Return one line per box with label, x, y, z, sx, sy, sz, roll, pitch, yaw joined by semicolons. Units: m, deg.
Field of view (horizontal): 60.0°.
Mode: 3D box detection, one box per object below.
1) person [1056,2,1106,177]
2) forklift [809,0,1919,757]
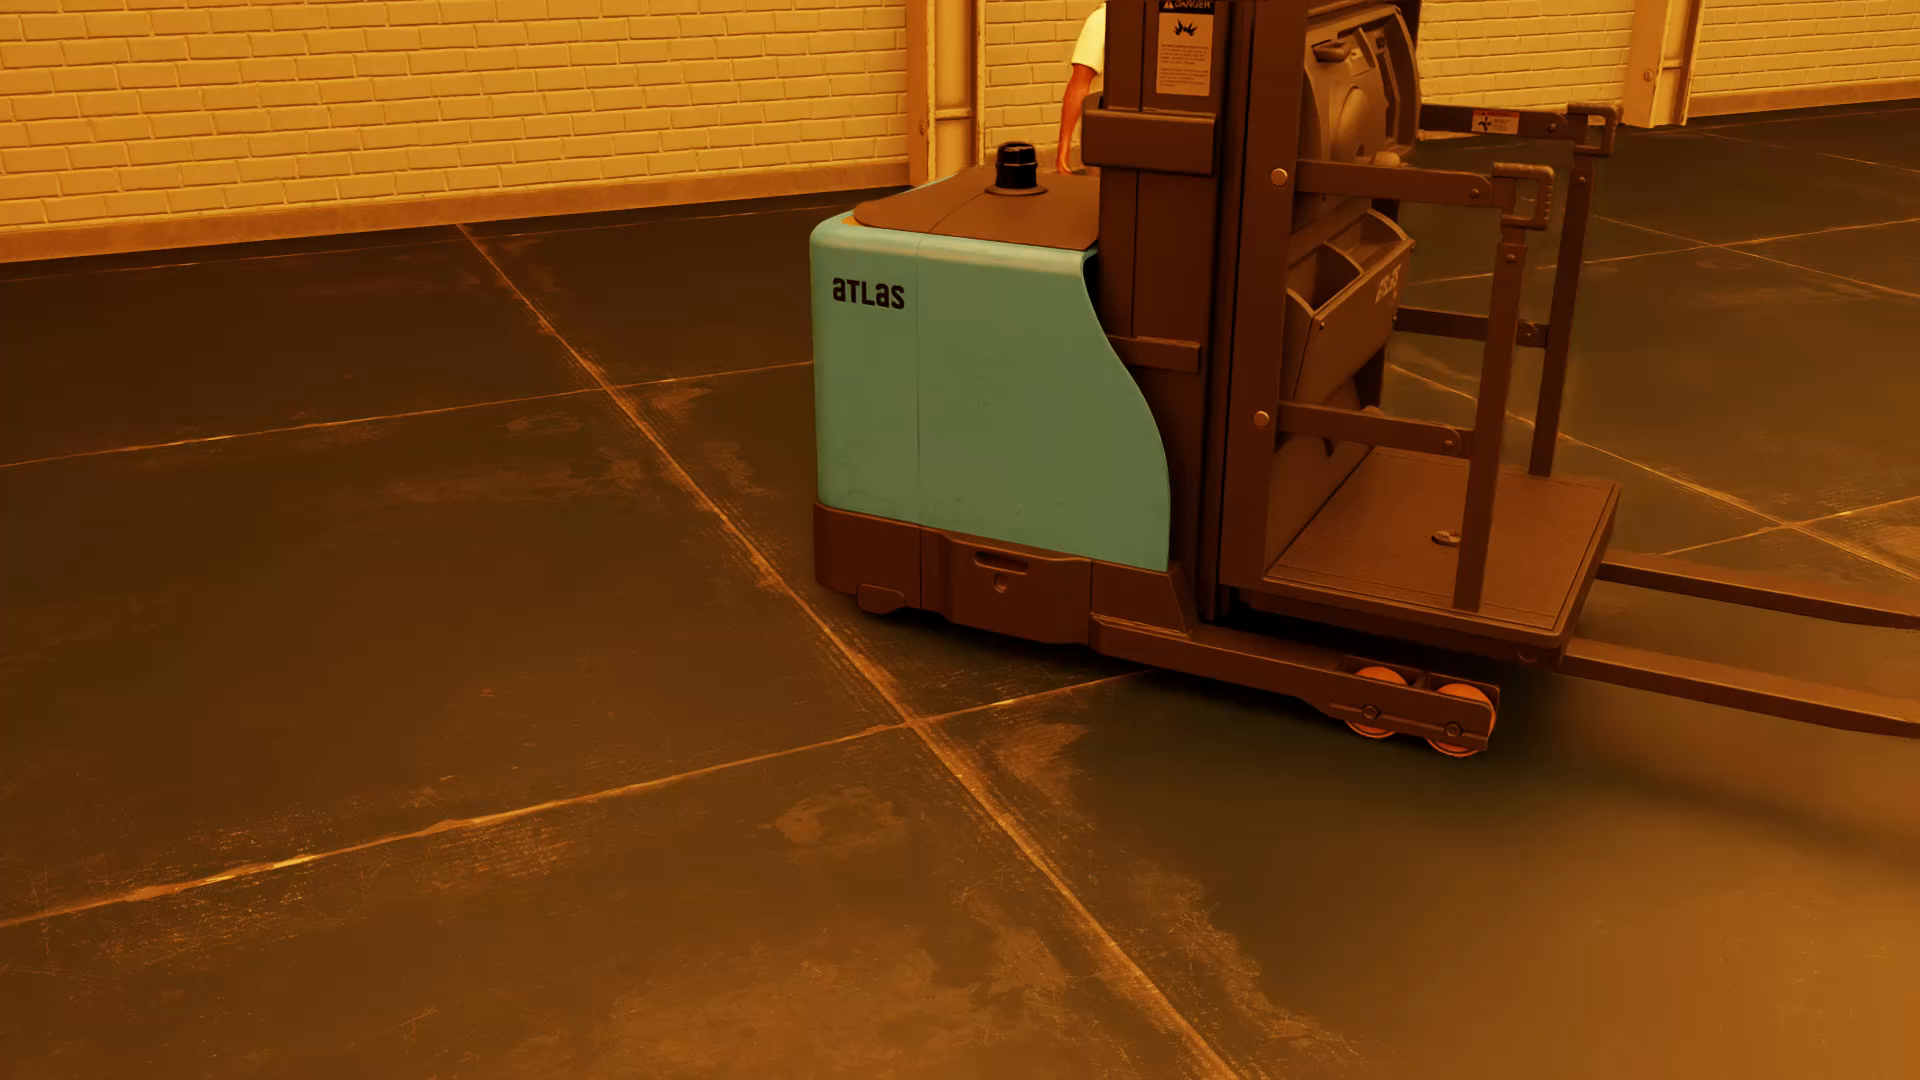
person;0.711;-1.701;7.015;0.654;1.693;0.790;0;23;-1
forklift;1.144;-1.080;3.886;3.031;2.935;1.130;11;25;25
